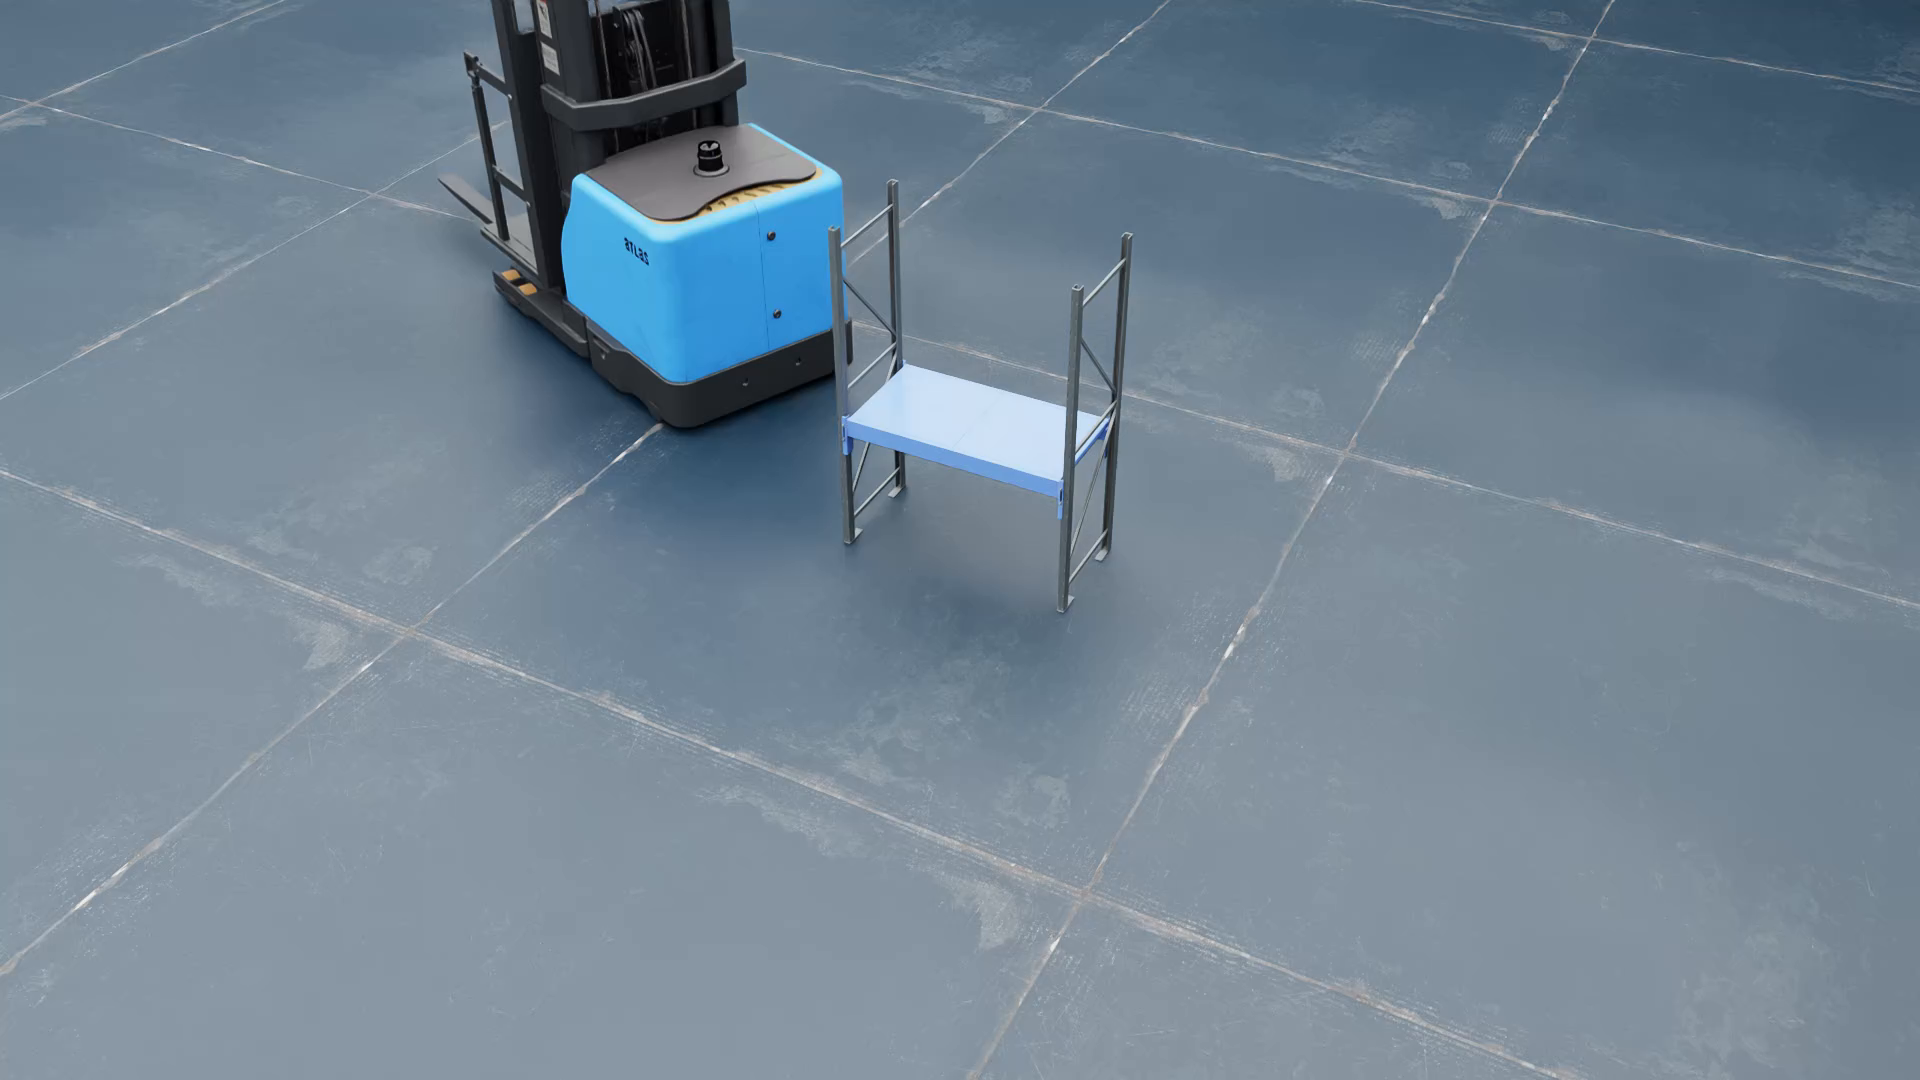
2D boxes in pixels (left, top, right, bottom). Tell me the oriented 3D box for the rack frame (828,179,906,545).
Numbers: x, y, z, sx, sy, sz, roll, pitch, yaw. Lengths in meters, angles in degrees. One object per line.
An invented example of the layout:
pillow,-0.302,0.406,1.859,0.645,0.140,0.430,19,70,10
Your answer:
rack frame,-0.376,-0.715,6.952,0.032,1.500,0.500,17,41,21

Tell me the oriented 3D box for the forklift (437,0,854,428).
forklift,-1.843,-2.526,8.153,1.130,2.935,3.031,-26,44,-30

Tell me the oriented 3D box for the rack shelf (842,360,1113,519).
rack shelf,0.076,-0.430,6.874,1.000,0.185,0.538,17,41,21

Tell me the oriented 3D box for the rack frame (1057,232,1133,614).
rack frame,0.527,-0.432,6.579,0.032,1.500,0.500,17,41,21

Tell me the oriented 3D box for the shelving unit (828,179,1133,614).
shelving unit,0.076,-0.574,6.765,1.048,1.500,0.538,17,41,21
